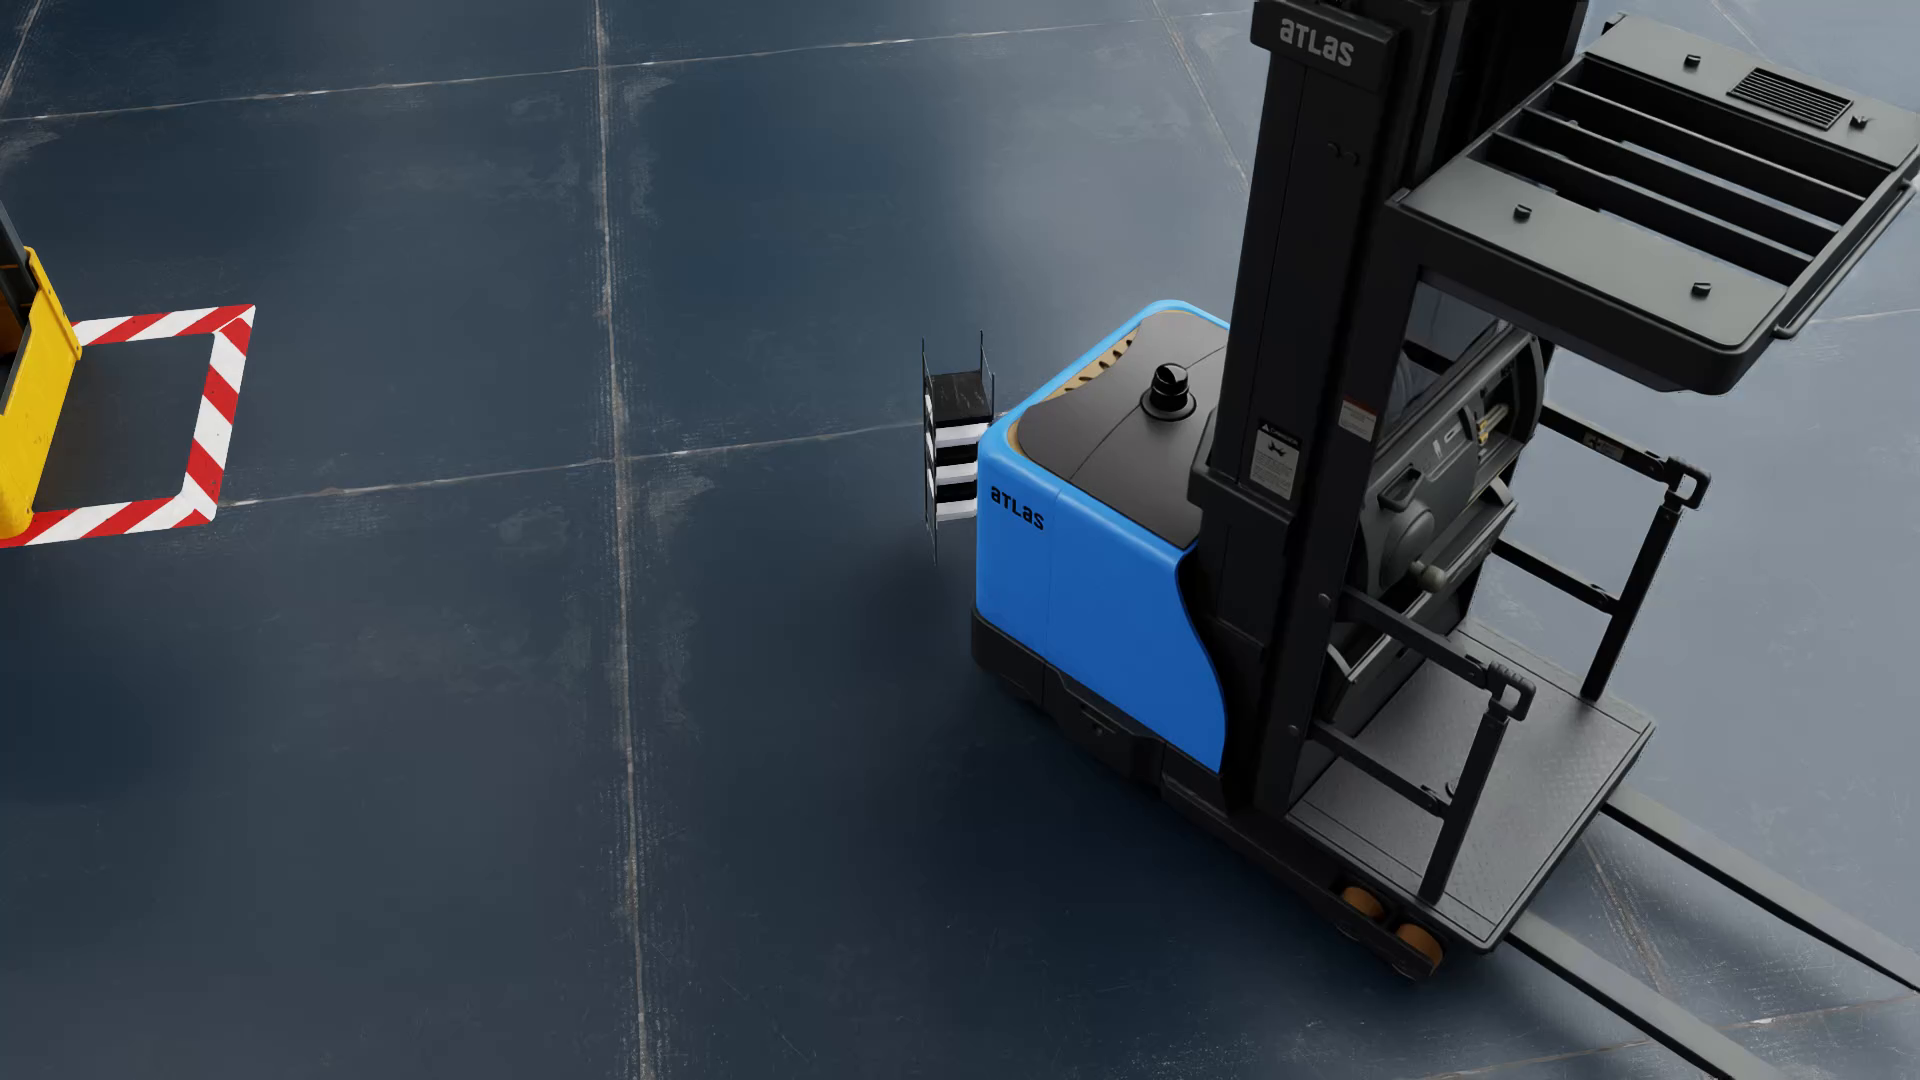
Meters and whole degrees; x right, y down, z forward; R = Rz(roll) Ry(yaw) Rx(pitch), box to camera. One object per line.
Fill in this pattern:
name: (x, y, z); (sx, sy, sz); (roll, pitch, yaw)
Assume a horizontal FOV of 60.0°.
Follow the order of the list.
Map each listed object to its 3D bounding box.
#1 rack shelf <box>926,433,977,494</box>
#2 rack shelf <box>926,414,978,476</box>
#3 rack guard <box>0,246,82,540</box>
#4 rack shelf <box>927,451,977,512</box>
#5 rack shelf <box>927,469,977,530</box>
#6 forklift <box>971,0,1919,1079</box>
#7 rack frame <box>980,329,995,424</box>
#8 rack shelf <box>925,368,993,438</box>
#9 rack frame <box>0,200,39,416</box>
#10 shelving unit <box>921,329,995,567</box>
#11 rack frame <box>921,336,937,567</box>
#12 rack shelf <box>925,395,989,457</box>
rack shelf: (-0.008, -0.288, 5.949); (0.200, 0.077, 0.258); (-7, 46, -7)
rack shelf: (-0.008, -0.351, 5.884); (0.200, 0.077, 0.258); (-7, 46, -7)
rack guard: (-3.786, -0.580, 6.462); (0.348, 0.500, 1.175); (-7, 46, -7)
rack shelf: (-0.008, -0.226, 6.014); (0.200, 0.077, 0.258); (-7, 46, -7)
rack shelf: (-0.008, -0.163, 6.079); (0.200, 0.077, 0.258); (-7, 46, -7)
forklift: (1.474, -0.138, 4.347); (3.031, 2.935, 1.130); (33, 54, 27)
rack frame: (0.092, -0.324, 5.937); (0.006, 0.900, 0.240); (-7, 46, -7)
rack shelf: (-0.008, -0.475, 5.755); (0.200, 0.077, 0.258); (-7, 46, -7)
rack frame: (-3.719, -1.490, 5.603); (0.127, 3.000, 1.000); (-7, 46, -7)
shelving unit: (-0.008, -0.311, 5.925); (0.210, 0.900, 0.258); (-7, 46, -7)
rack frame: (-0.108, -0.299, 5.913); (0.006, 0.900, 0.240); (-7, 46, -7)
rack shelf: (-0.008, -0.413, 5.819); (0.200, 0.077, 0.258); (-7, 46, -7)
